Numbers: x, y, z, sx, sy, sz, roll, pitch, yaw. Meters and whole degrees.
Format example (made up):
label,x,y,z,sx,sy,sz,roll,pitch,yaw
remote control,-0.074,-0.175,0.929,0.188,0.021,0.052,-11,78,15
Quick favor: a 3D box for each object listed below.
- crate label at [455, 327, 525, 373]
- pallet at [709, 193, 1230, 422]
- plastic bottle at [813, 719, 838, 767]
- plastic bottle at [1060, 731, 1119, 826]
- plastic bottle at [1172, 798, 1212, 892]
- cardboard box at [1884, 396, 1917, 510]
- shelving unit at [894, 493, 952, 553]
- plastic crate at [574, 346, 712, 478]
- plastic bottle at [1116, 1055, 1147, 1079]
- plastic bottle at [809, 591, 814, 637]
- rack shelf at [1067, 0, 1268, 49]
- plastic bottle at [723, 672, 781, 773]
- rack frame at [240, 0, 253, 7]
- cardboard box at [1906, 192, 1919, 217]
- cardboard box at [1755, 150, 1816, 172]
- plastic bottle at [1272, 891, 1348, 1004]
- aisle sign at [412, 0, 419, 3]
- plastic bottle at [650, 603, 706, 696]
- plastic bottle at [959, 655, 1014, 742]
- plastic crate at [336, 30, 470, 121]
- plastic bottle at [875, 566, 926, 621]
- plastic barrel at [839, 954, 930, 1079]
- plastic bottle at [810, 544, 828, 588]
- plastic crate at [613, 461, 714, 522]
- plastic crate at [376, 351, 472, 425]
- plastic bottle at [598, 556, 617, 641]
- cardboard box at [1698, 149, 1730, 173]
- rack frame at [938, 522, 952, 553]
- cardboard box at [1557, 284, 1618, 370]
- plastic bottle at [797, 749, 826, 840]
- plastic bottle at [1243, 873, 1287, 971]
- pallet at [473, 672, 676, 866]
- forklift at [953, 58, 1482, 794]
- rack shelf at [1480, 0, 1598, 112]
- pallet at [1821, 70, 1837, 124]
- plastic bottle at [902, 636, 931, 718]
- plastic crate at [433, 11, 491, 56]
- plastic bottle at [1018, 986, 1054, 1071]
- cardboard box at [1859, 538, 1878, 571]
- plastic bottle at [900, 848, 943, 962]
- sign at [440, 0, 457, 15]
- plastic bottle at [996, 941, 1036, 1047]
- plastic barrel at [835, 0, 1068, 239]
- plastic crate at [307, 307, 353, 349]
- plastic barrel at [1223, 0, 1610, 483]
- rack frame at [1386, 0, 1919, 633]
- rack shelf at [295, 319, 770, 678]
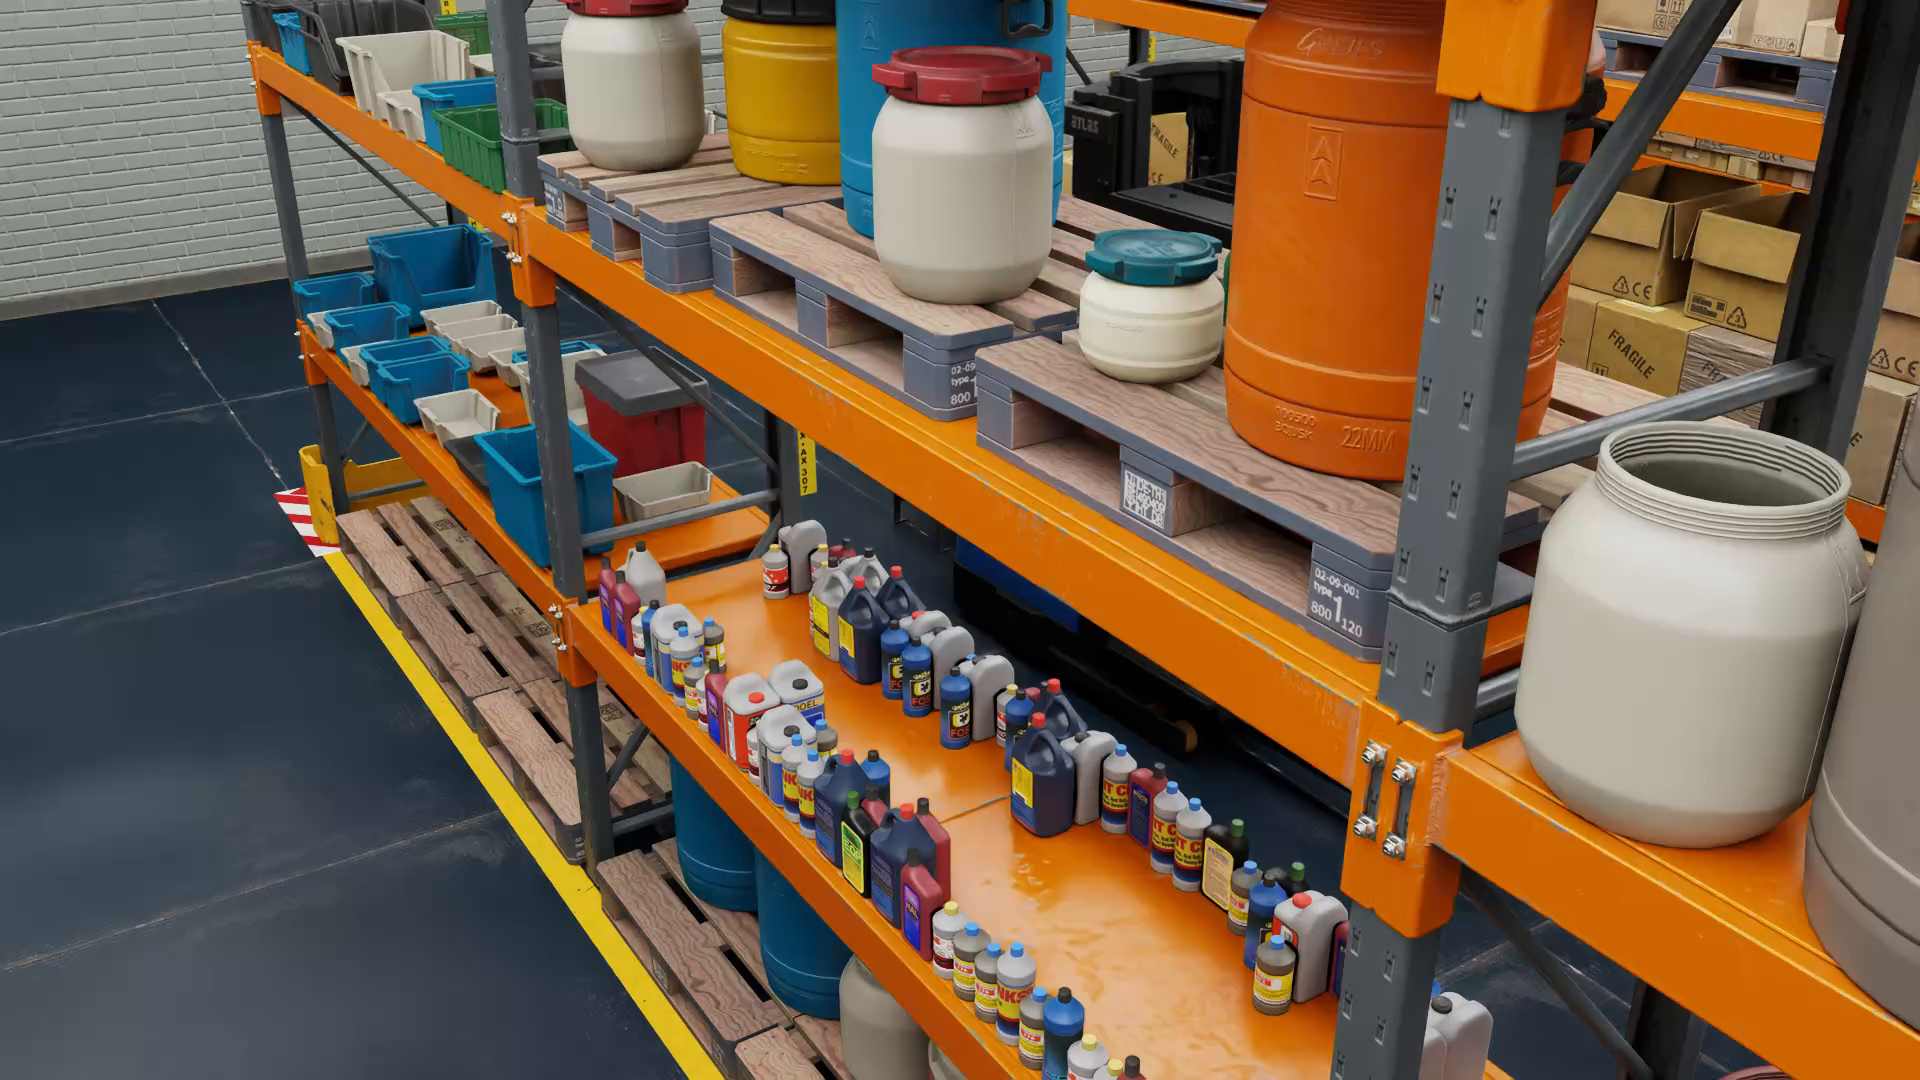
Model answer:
label,x,y,z,sx,sy,sz,roll,pitch,yaw
crate label,-2.350,-0.966,8.521,0.396,0.136,0.243,-16,29,-30
pallet,0.049,-0.686,4.397,1.003,0.211,1.213,-16,29,-30
plastic bottle,-0.422,0.645,5.103,0.097,0.201,0.097,0,25,0
plastic bottle,0.379,0.683,4.935,0.152,0.276,0.135,-16,29,-30
plastic bottle,0.644,0.838,4.613,0.097,0.271,0.097,0,25,0
cardboard box,4.221,-0.330,6.818,0.500,0.500,0.500,-17,30,-31
shelving unit,-0.090,-1.009,9.427,0.431,2.100,0.503,-16,29,-30
plastic crate,-1.360,-0.512,7.175,0.402,0.464,0.583,-16,29,-30
plastic bottle,0.397,1.278,3.666,0.061,0.283,0.133,-16,29,-30
plastic bottle,-0.491,0.244,5.952,0.097,0.201,0.097,0,25,0
rack shelf,1.976,-2.978,9.874,1.077,0.370,4.000,-16,29,-30
plastic bottle,-0.643,0.564,5.187,0.152,0.276,0.135,-16,29,-30
rack frame,-3.266,-4.221,8.151,1.000,3.000,0.127,-16,29,-30
cardboard box,6.694,-2.352,11.514,0.380,0.149,0.250,-16,30,-31
cardboard box,6.225,-3.003,12.131,0.500,0.500,0.500,-16,29,-30
plastic bottle,0.883,1.014,4.235,0.152,0.276,0.135,-16,29,-30
aisle sign,-3.060,-2.778,9.076,0.394,0.787,0.004,-16,29,-30
plastic bottle,-0.949,0.364,5.611,0.152,0.276,0.135,-16,29,-30
plastic bottle,0.079,0.486,5.352,0.152,0.276,0.135,-16,29,-30
plastic crate,-2.315,-1.947,6.985,0.437,0.282,0.530,-16,29,-30
plastic bottle,-0.205,0.263,5.736,0.144,0.351,0.185,-16,29,-30
plastic barrel,-0.180,1.532,5.413,0.421,0.512,0.421,0,25,0
plastic bottle,-0.510,0.113,6.230,0.097,0.201,0.097,0,25,0
plastic crate,-1.217,-0.185,6.867,0.396,0.136,0.243,-16,29,-30
plastic crate,-2.524,-0.716,7.880,0.416,0.233,0.300,-16,29,-30
plastic bottle,-1.240,0.206,5.937,0.061,0.283,0.133,-16,29,-30
cardboard box,5.891,-2.930,12.738,0.380,0.149,0.250,-14,29,-28
rack frame,0.043,-0.921,9.242,0.400,2.100,0.015,-16,29,-30
cardboard box,3.109,-1.054,8.353,0.500,0.500,0.500,-15,29,-29
plastic bottle,-0.423,0.732,4.837,0.097,0.271,0.097,0,25,0
plastic bottle,0.792,0.982,4.307,0.097,0.271,0.097,0,25,0
pallet,-1.516,0.929,7.534,1.003,0.211,1.213,-16,29,-30
forklift,1.247,-0.570,7.525,1.130,2.935,3.031,-18,30,-33
rack shelf,2.193,-0.138,0.813,1.077,0.370,4.000,-16,29,-30
pallet,4.242,-1.689,6.523,1.003,0.211,1.213,-14,29,-27
plastic bottle,-0.142,0.441,5.453,0.097,0.271,0.097,0,25,0
plastic crate,-2.488,-2.483,8.230,0.450,0.188,0.336,-16,29,-30
plastic bottle,0.190,1.165,4.001,0.097,0.201,0.097,0,25,0
cardboard box,4.412,0.397,7.391,1.225,0.875,0.875,-15,29,-29
plastic bottle,-0.101,0.952,4.357,0.061,0.283,0.133,-16,29,-30
sign,-2.814,-2.951,9.097,0.100,0.325,0.005,-16,29,-30
plastic bottle,0.137,1.099,4.060,0.097,0.271,0.097,0,25,0
plastic barrel,-0.022,-1.276,4.346,0.600,0.901,0.708,-16,29,-30
plastic crate,-3.301,-1.117,8.841,0.250,0.136,0.298,-16,29,-30
plastic barrel,0.794,-0.591,2.980,0.600,0.830,0.708,-16,29,-30
rack frame,1.101,-1.360,2.089,1.000,3.000,0.127,-16,29,-30
rack shelf,-2.174,-0.468,8.070,1.077,0.370,4.000,-16,29,-30
